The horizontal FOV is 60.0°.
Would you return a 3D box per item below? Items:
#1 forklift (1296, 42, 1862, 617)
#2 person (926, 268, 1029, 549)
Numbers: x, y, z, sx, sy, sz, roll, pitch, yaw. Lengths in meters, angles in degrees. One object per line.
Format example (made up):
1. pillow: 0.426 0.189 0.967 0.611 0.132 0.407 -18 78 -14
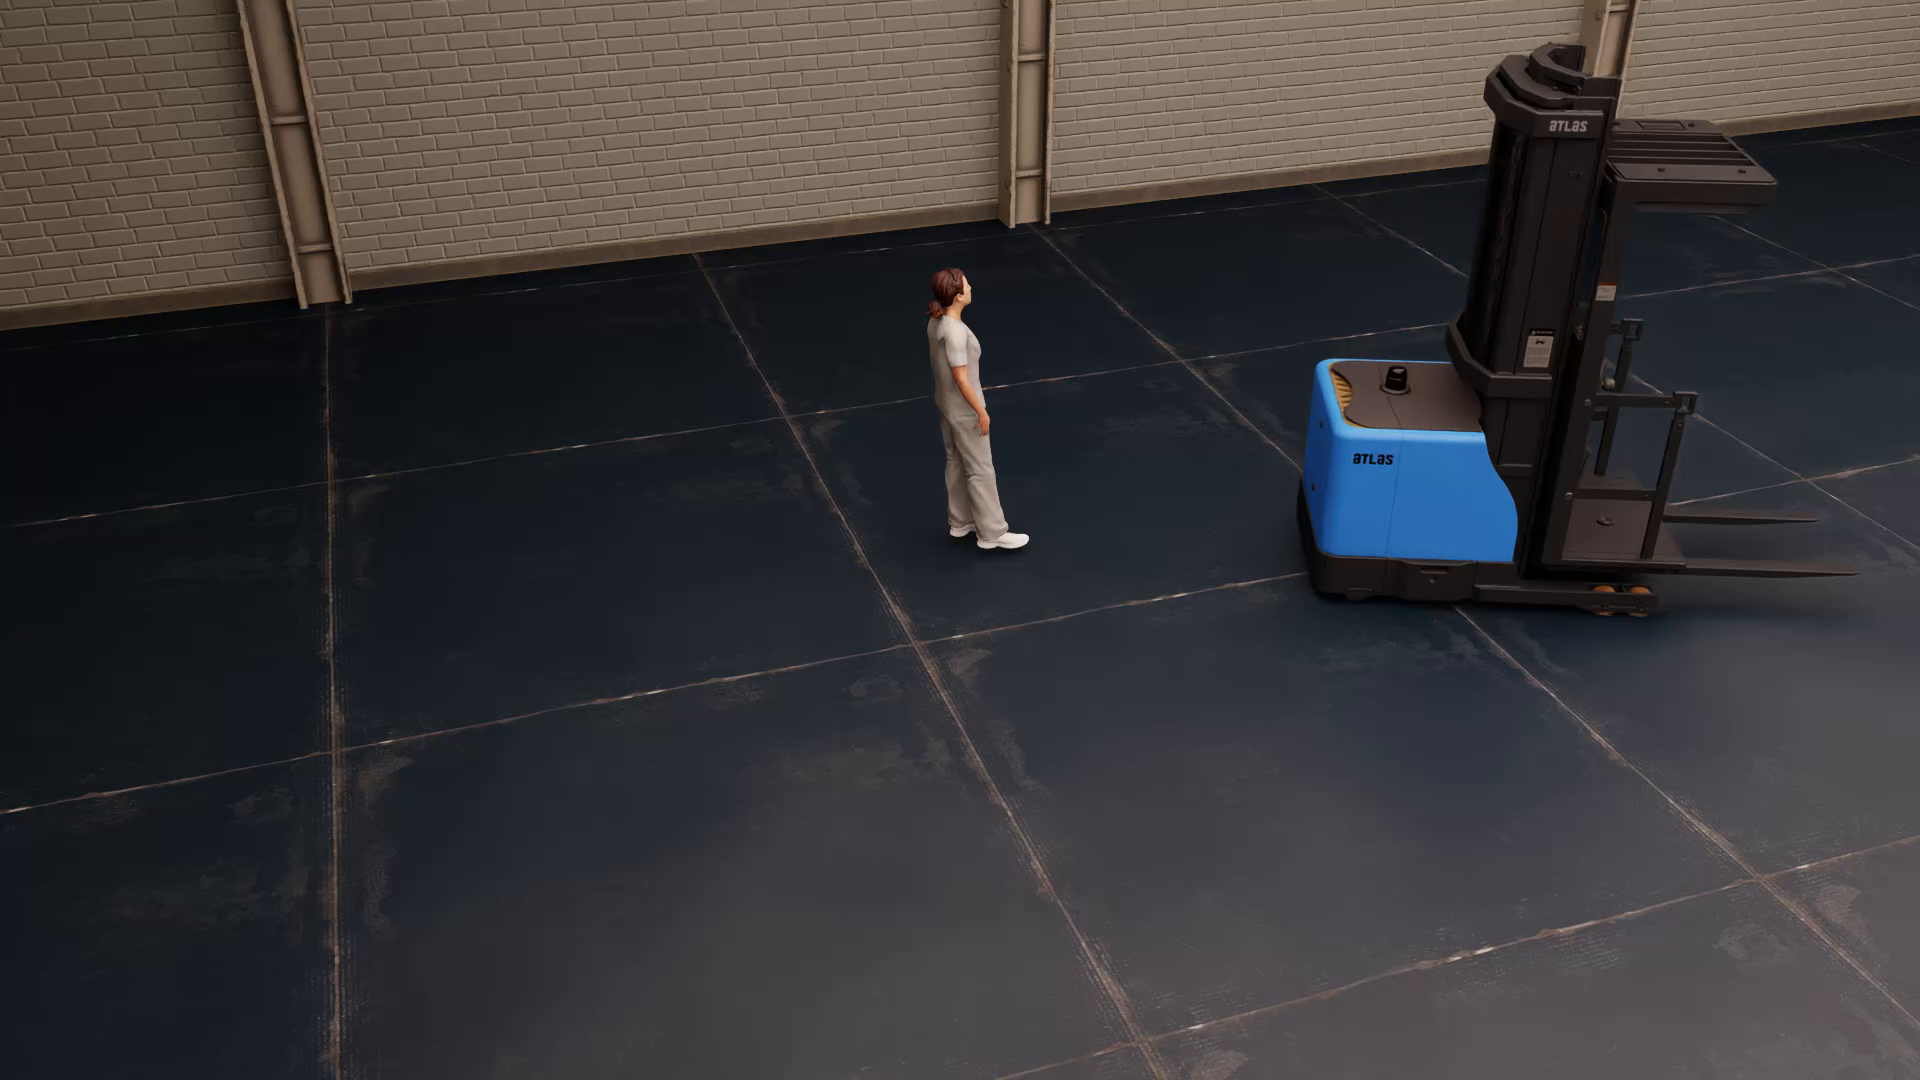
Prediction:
1. forklift: 3.540 -1.116 9.027 3.031 2.935 1.130 2 30 4
2. person: 0.074 -0.768 9.597 0.547 1.660 0.549 -10 31 -16
